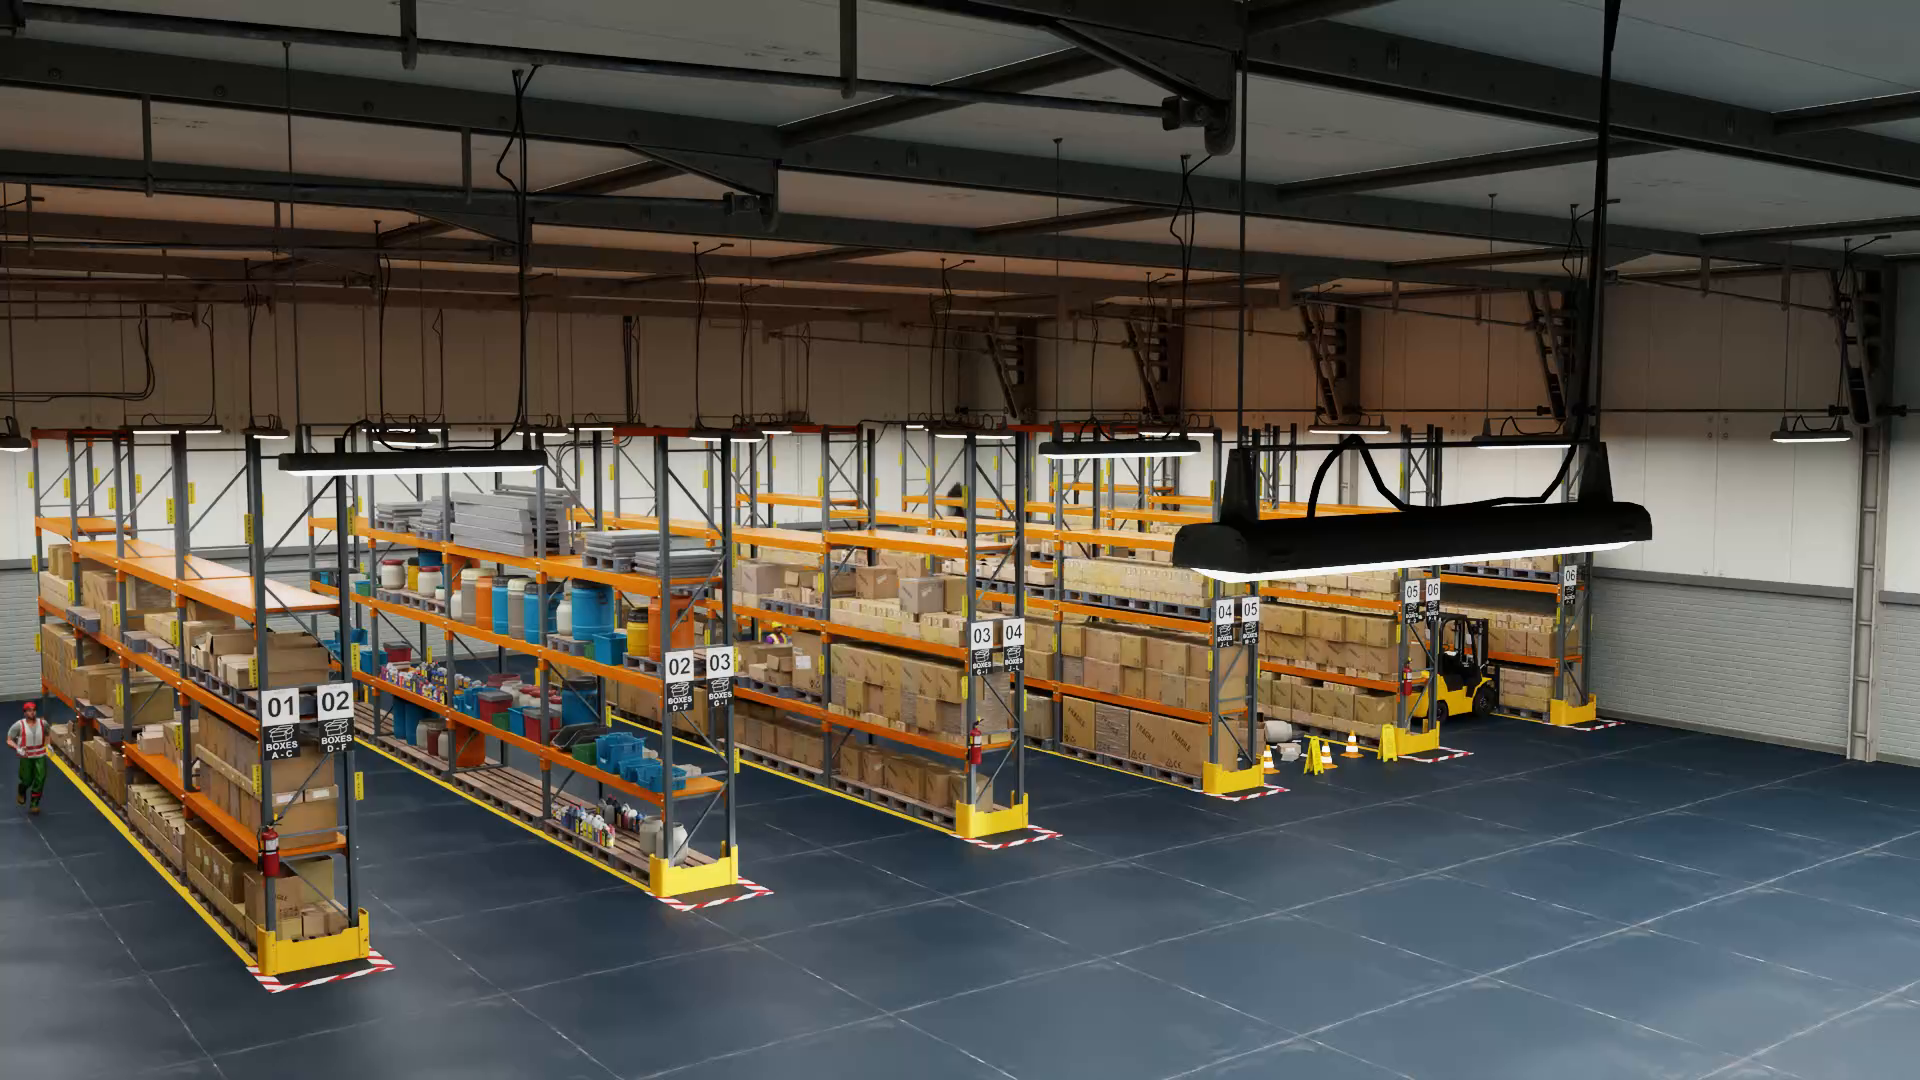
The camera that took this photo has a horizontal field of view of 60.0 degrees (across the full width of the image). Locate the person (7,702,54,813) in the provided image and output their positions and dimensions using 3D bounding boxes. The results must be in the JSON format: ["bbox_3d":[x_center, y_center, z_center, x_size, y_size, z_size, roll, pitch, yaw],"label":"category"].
[{"bbox_3d":[-14.613,3.406,26.159,0.645,1.743,0.646,4,6,44],"label":"person"}]

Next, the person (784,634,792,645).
[{"bbox_3d":[-4.215,2.215,41.653,0.596,1.732,0.702,3,5,30],"label":"person"}]

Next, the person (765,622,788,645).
[{"bbox_3d":[-3.899,2.646,35.645,0.677,1.823,0.738,-4,6,-41],"label":"person"}]
